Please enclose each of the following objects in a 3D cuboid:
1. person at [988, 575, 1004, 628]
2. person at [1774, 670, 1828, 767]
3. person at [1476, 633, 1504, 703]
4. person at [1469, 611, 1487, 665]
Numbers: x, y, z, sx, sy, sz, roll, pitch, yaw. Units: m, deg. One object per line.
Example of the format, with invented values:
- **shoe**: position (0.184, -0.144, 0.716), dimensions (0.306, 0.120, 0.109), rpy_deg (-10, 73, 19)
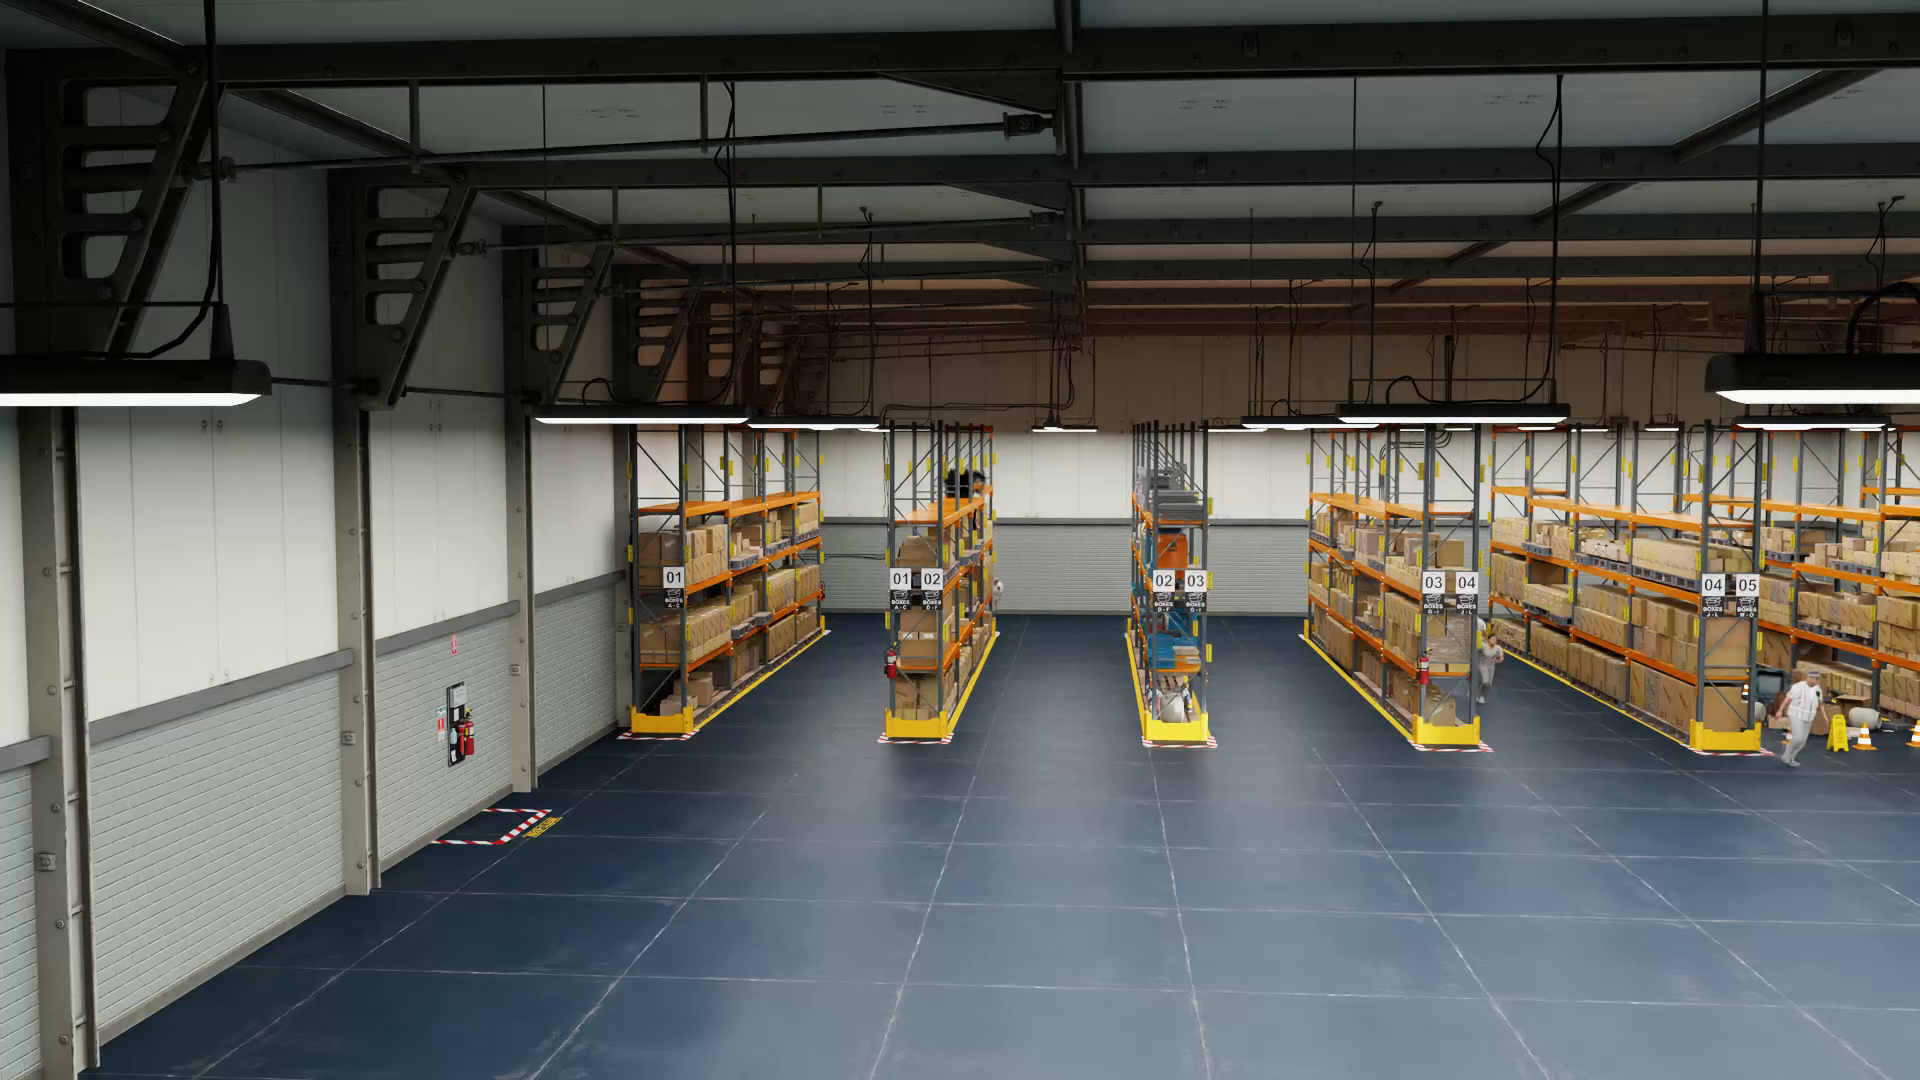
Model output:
- **person**: position (0.967, 1.833, 49.594), dimensions (0.611, 1.620, 0.956), rpy_deg (-1, 4, -14)
- **person**: position (14.508, 3.066, 28.617), dimensions (0.667, 1.710, 0.648), rpy_deg (-1, 4, -16)
- **person**: position (11.151, 2.714, 35.149), dimensions (0.564, 1.539, 0.914), rpy_deg (0, 4, -5)
- **person**: position (12.333, 2.431, 40.036), dimensions (0.706, 1.593, 0.603), rpy_deg (2, 4, 29)
